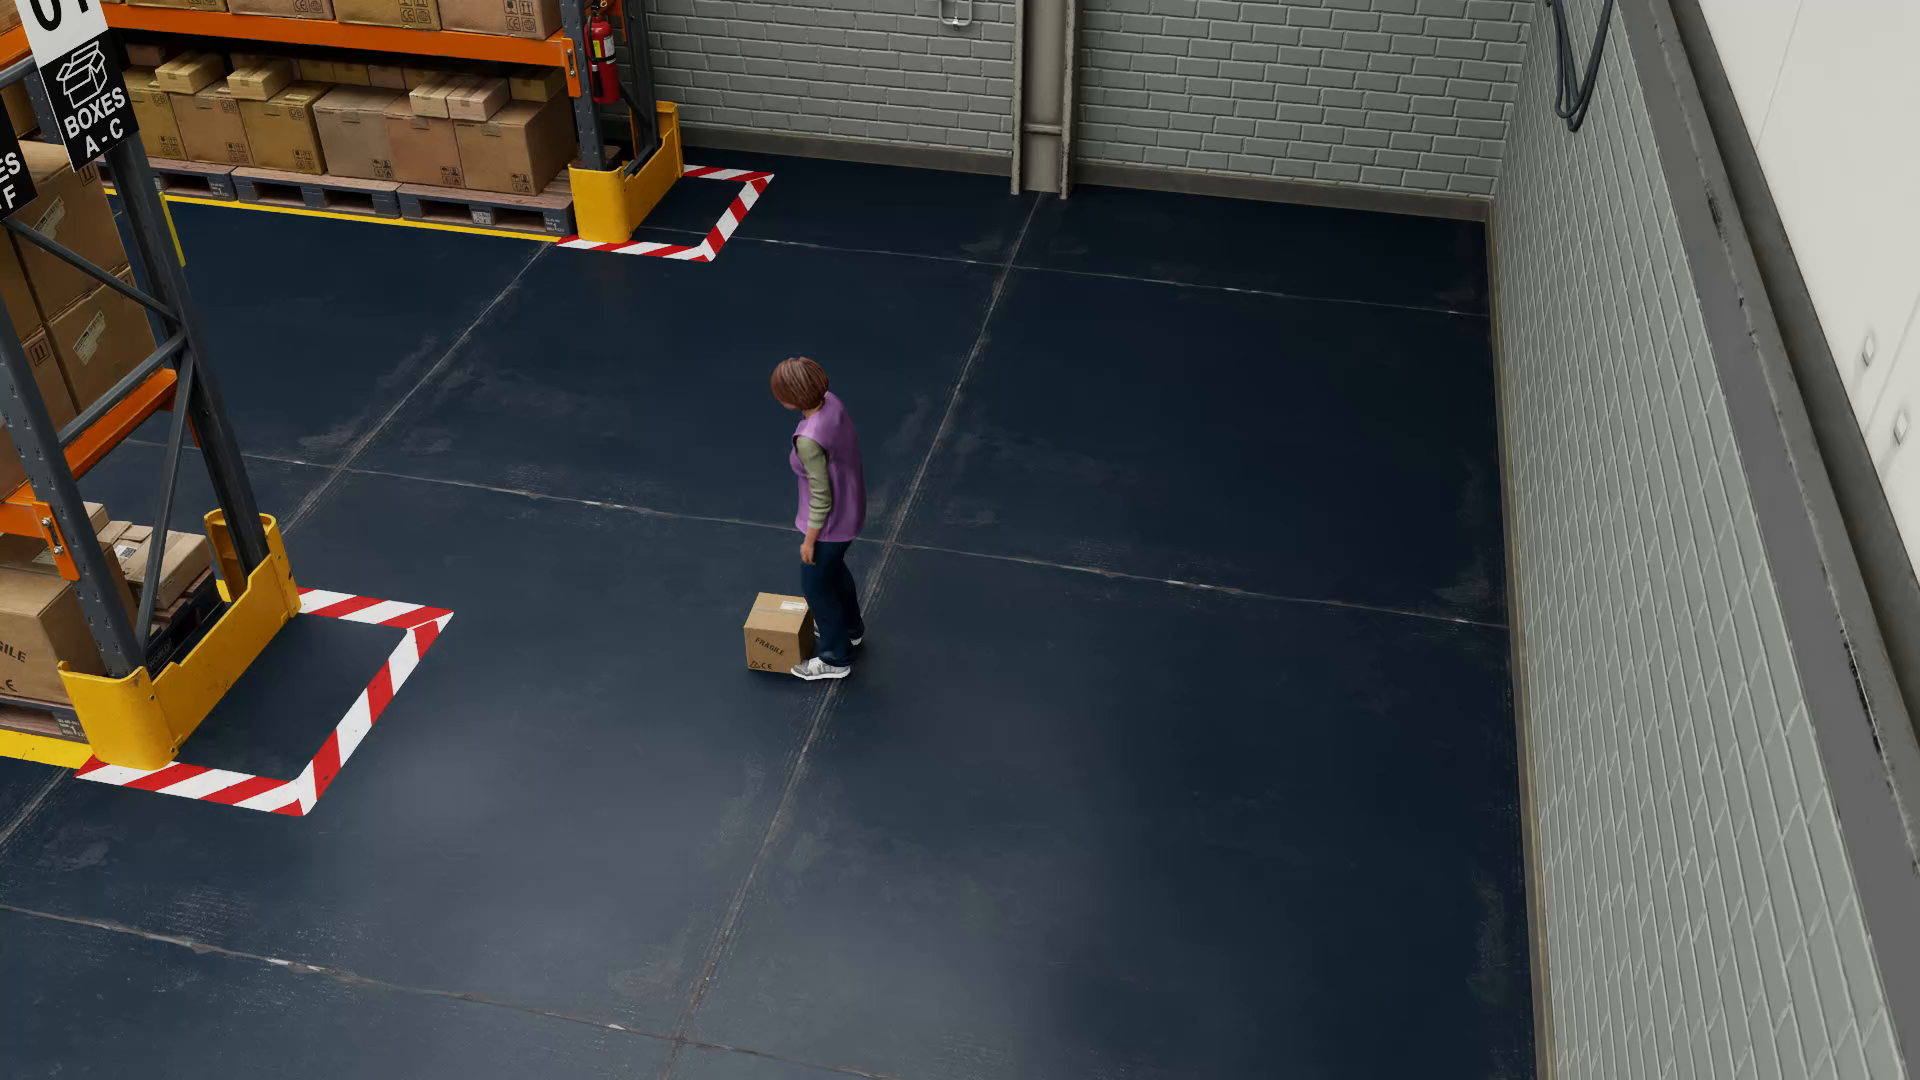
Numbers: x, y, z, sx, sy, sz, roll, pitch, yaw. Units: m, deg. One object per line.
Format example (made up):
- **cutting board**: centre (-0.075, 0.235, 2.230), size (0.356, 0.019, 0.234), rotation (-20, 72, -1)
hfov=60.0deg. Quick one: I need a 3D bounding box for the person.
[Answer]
- **person**: centre (-0.577, -0.088, 7.088), size (0.349, 1.593, 0.467), rotation (6, 37, 7)
